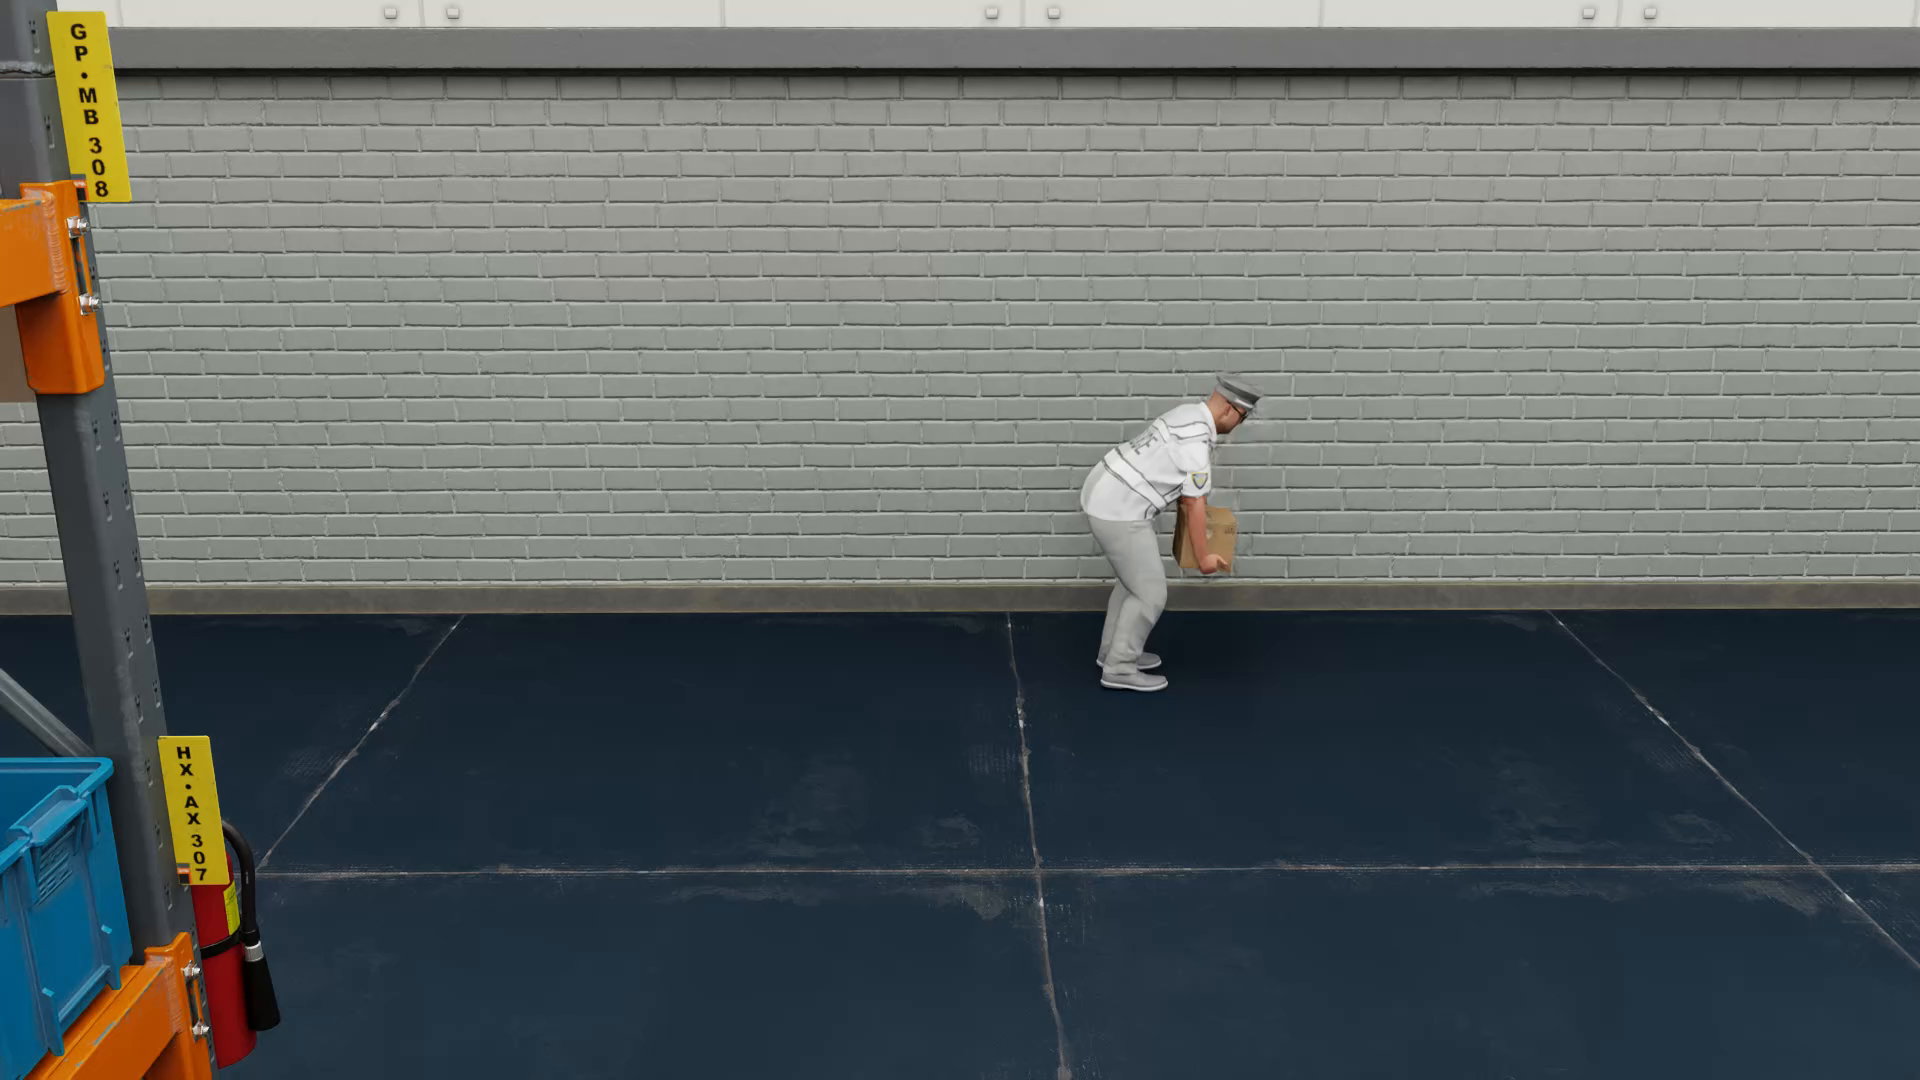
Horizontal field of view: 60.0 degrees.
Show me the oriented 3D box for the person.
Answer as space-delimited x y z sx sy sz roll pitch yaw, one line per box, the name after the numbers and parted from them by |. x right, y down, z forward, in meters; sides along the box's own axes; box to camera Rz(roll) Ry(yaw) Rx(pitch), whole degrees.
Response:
1.015 -0.048 8.083 0.860 1.528 0.488 -1 17 -2 | person
